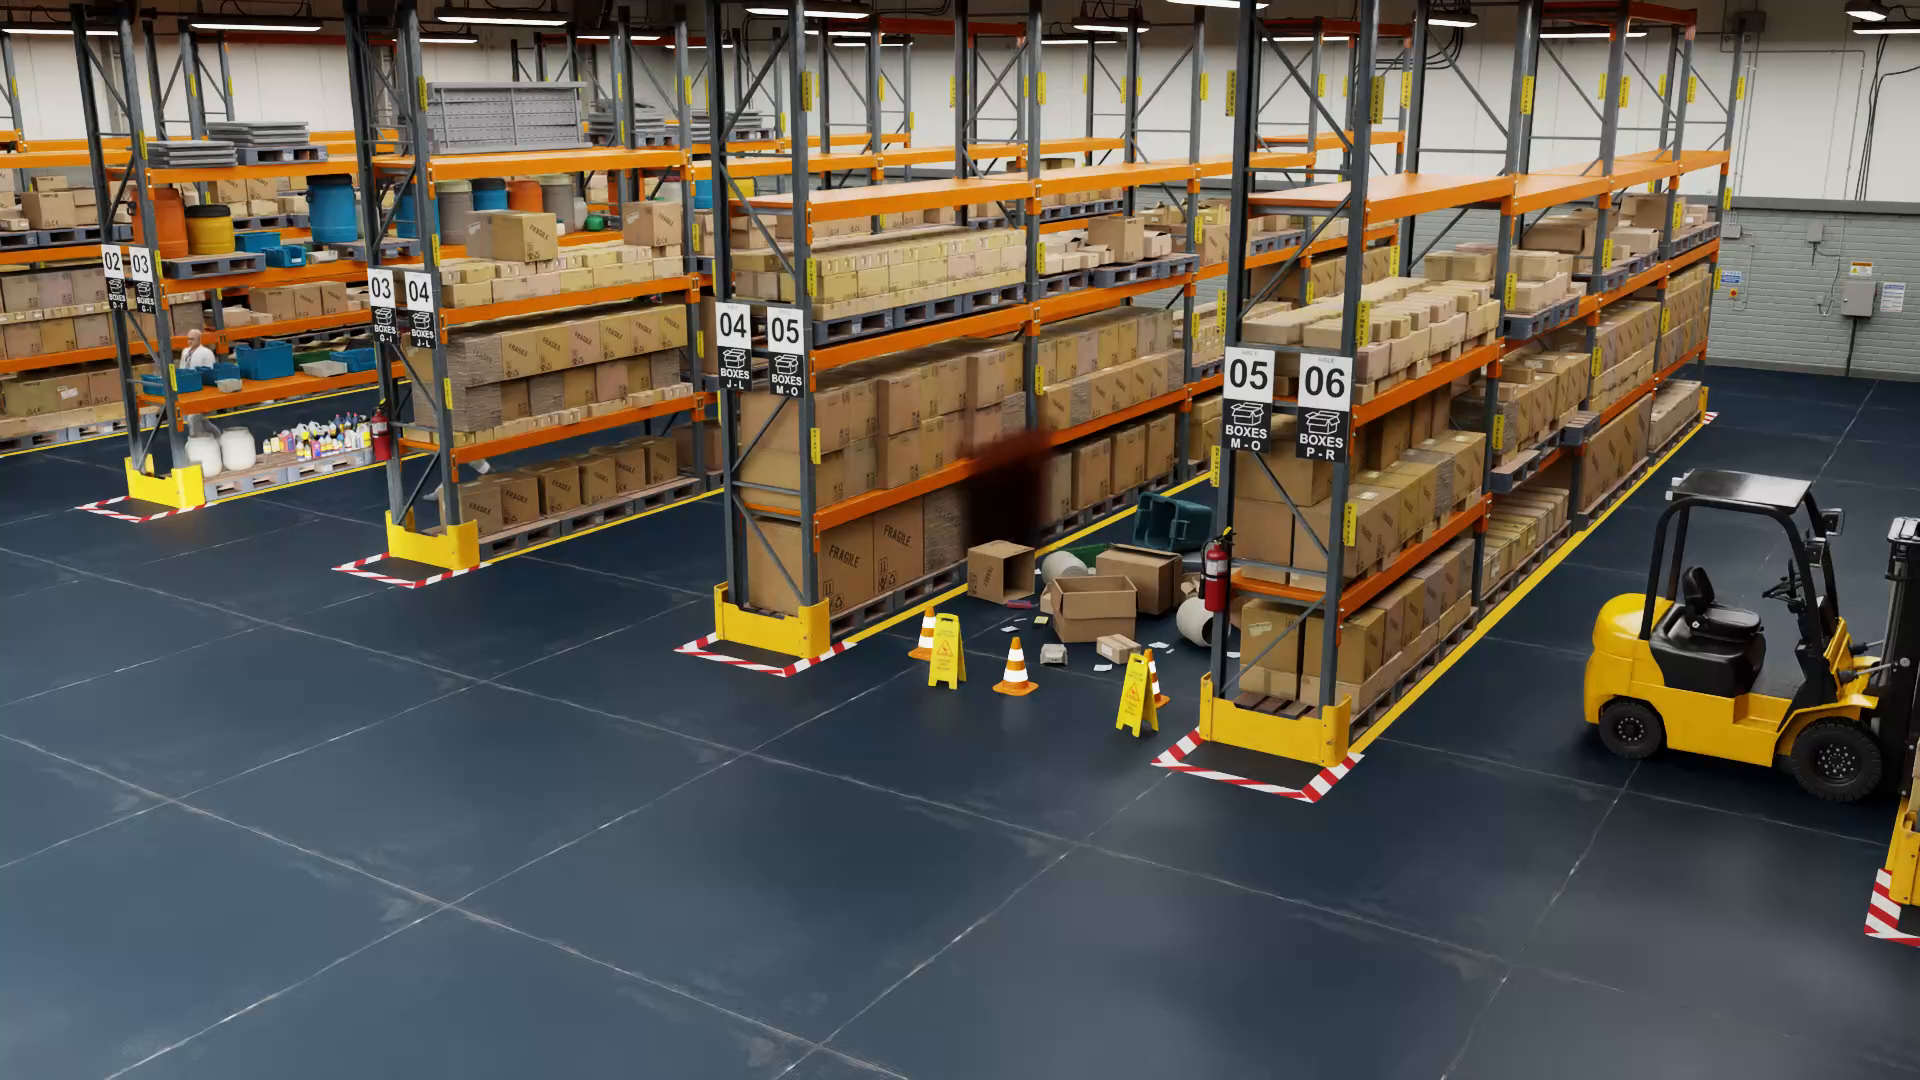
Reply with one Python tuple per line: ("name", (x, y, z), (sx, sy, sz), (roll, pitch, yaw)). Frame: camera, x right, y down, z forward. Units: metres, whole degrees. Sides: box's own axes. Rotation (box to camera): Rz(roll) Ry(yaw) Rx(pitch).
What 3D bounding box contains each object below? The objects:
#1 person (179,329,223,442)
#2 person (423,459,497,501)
("person", (-10.752, -2.069, 23.506), (0.682, 1.821, 0.720), (7, 17, 24))
("person", (-6.320, -1.381, 20.961), (1.091, 1.716, 0.525), (-12, 20, -37))
